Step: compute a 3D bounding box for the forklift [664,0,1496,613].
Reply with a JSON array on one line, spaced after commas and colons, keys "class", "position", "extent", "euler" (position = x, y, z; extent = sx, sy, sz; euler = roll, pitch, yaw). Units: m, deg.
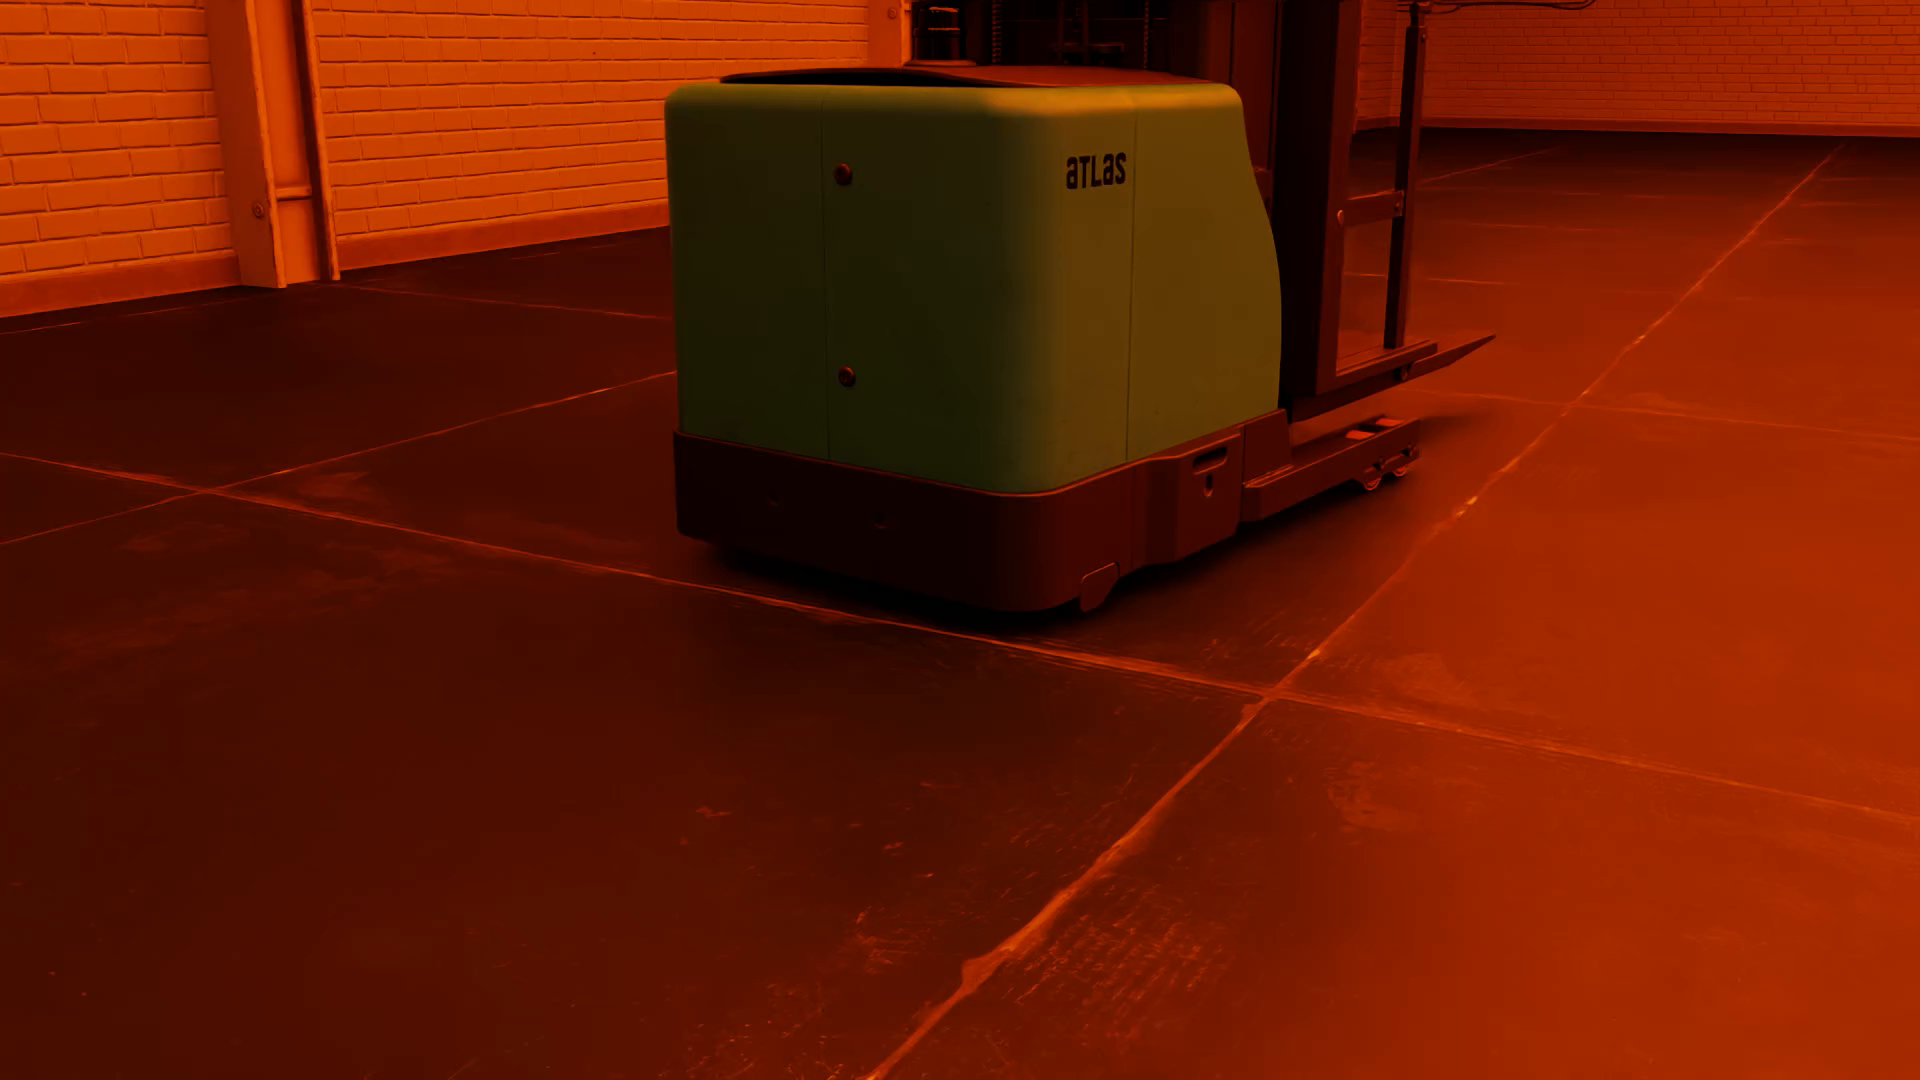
[{"class": "forklift", "position": [0.633, -1.611, 4.323], "extent": [1.130, 2.935, 3.031], "euler": [12, 20, 35]}]
